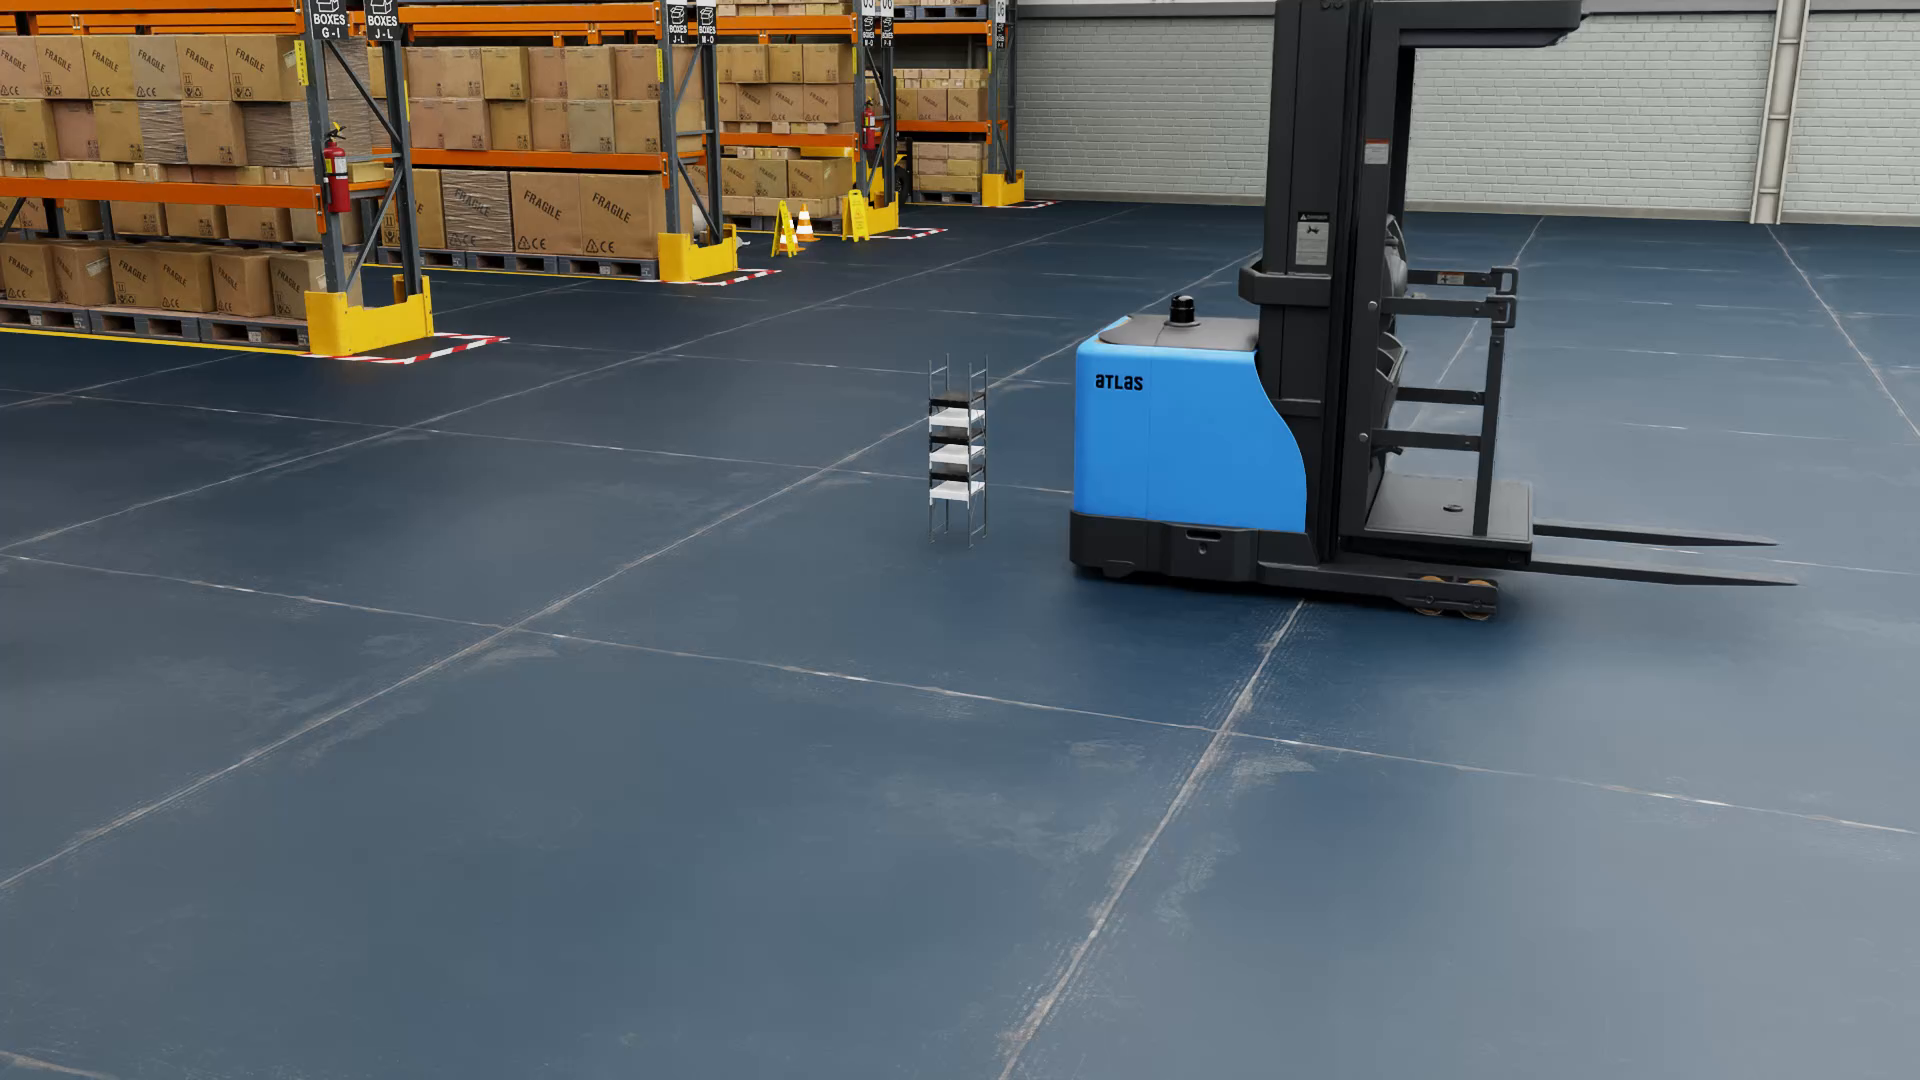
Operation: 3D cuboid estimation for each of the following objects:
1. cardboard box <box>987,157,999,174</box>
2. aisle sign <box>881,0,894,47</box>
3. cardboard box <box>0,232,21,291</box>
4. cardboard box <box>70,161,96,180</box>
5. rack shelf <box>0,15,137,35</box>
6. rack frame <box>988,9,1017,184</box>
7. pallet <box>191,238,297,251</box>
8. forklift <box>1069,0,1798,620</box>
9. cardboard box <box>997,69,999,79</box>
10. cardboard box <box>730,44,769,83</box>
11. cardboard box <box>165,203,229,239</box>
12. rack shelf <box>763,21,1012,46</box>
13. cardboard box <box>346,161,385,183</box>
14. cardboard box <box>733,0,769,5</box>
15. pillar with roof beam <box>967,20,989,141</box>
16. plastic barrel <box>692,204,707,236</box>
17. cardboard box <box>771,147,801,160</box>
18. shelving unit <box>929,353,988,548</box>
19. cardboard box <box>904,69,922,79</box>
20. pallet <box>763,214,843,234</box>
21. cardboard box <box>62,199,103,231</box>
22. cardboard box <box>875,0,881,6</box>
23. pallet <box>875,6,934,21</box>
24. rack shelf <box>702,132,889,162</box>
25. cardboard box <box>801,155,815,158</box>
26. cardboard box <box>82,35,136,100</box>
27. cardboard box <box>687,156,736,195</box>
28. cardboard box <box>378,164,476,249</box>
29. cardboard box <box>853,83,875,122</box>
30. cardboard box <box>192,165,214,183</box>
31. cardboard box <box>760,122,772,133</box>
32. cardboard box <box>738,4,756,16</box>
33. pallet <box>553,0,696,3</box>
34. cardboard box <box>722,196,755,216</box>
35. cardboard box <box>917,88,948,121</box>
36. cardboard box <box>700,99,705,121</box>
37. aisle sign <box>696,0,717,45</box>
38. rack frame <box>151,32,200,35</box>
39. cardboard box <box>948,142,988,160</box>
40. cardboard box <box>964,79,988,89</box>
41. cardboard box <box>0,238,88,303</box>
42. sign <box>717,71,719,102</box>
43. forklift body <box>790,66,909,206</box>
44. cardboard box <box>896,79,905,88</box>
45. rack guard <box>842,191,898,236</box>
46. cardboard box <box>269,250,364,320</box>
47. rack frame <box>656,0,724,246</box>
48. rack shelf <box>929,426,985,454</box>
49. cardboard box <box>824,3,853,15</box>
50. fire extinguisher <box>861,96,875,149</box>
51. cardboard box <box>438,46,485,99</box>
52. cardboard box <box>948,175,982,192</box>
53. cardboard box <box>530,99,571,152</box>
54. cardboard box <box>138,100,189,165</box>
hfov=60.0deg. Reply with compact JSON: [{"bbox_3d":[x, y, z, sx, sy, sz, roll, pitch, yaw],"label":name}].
[{"bbox_3d":[0.320,-6.133,27.202,0.500,0.250,0.500,7,17,22],"label":"cardboard box"},{"bbox_3d":[-0.965,-6.945,22.053,0.004,0.787,0.394,6,17,21],"label":"aisle sign"},{"bbox_3d":[-9.057,-2.541,15.239,0.500,0.500,0.700,5,17,16],"label":"cardboard box"},{"bbox_3d":[-7.232,-3.119,13.988,0.250,0.149,0.380,6,17,21],"label":"cardboard box"},{"bbox_3d":[-12.161,-6.446,20.908,4.000,0.370,1.077,6,17,21],"label":"rack shelf"},{"bbox_3d":[0.681,-6.910,26.596,0.127,3.000,1.000,6,17,21],"label":"rack frame"},{"bbox_3d":[-8.464,-3.582,20.134,1.213,0.211,1.003,6,17,21],"label":"pallet"},{"bbox_3d":[2.074,-1.236,7.173,3.031,2.935,1.130,5,17,17],"label":"forklift"},{"bbox_3d":[0.447,-7.502,26.759,0.250,0.149,0.380,6,17,20],"label":"cardboard box"},{"bbox_3d":[-2.672,-6.368,22.223,0.500,0.500,0.700,6,17,20],"label":"cardboard box"},{"bbox_3d":[-8.953,-4.094,20.176,0.750,0.750,1.050,7,17,21],"label":"cardboard box"},{"bbox_3d":[-1.179,-8.210,26.983,4.000,0.370,1.077,6,17,21],"label":"rack shelf"},{"bbox_3d":[-4.950,-3.023,13.655,0.250,0.149,0.380,6,17,21],"label":"cardboard box"},{"bbox_3d":[-2.663,-7.220,22.018,0.500,0.250,0.500,7,18,22],"label":"cardboard box"},{"bbox_3d":[-1.215,-8.980,22.964,0.400,9.000,9.100,6,17,21],"label":"pillar with roof beam"},{"bbox_3d":[-3.614,-4.204,21.895,0.512,0.421,0.421,-9,18,-27],"label":"plastic barrel"},{"bbox_3d":[-2.344,-5.210,22.409,0.250,0.149,0.380,7,18,22],"label":"cardboard box"},{"bbox_3d":[-0.008,-0.433,8.051,0.210,0.900,0.258,6,17,21],"label":"shelving unit"},{"bbox_3d":[-0.711,-7.474,26.662,0.250,0.149,0.380,7,18,22],"label":"cardboard box"},{"bbox_3d":[-1.950,-4.383,22.894,1.213,0.211,1.003,6,17,21],"label":"pallet"},{"bbox_3d":[-11.009,-4.147,20.810,0.500,0.500,0.500,6,17,20],"label":"cardboard box"},{"bbox_3d":[-1.266,-8.832,26.720,0.637,0.503,0.797,7,18,22],"label":"cardboard box"},{"bbox_3d":[-1.106,-8.512,26.891,1.213,0.211,1.003,6,17,21],"label":"pallet"},{"bbox_3d":[-2.997,-5.481,22.965,4.000,0.370,1.077,6,17,21],"label":"rack shelf"},{"bbox_3d":[-2.296,-5.073,23.100,0.500,0.500,0.500,6,17,19],"label":"cardboard box"},{"bbox_3d":[-6.769,-3.870,13.618,0.500,0.500,0.500,6,17,21],"label":"cardboard box"},{"bbox_3d":[-3.424,-5.037,22.978,0.500,0.500,0.500,7,18,24],"label":"cardboard box"},{"bbox_3d":[-6.021,-3.836,19.065,0.875,0.875,0.875,7,17,21],"label":"cardboard box"},{"bbox_3d":[-1.476,-5.934,22.519,0.500,0.500,0.500,6,17,20],"label":"cardboard box"},{"bbox_3d":[-6.042,-3.011,13.616,0.250,0.149,0.380,6,17,21],"label":"cardboard box"},{"bbox_3d":[-2.507,-5.595,22.515,0.250,0.149,0.380,7,17,21],"label":"cardboard box"},{"bbox_3d":[-2.752,-7.044,22.129,0.250,0.149,0.380,6,17,19],"label":"cardboard box"},{"bbox_3d":[-3.553,-5.799,17.549,1.213,0.211,1.003,6,17,21],"label":"pallet"},{"bbox_3d":[-2.955,-4.624,22.898,0.500,0.250,0.500,6,17,19],"label":"cardboard box"},{"bbox_3d":[-0.352,-6.996,26.712,0.500,0.500,0.500,7,18,22],"label":"cardboard box"},{"bbox_3d":[-3.613,-6.005,22.766,0.500,0.500,0.500,6,17,20],"label":"cardboard box"},{"bbox_3d":[-2.683,-5.647,17.583,0.004,0.787,0.394,6,17,21],"label":"aisle sign"},{"bbox_3d":[-12.300,-6.850,26.389,0.127,3.000,1.000,6,17,21],"label":"rack frame"},{"bbox_3d":[0.138,-6.238,26.665,0.500,0.250,0.500,7,18,22],"label":"cardboard box"},{"bbox_3d":[0.256,-7.232,26.363,0.250,0.149,0.380,7,17,21],"label":"cardboard box"},{"bbox_3d":[-8.136,-2.411,14.830,0.500,0.500,0.500,6,17,19],"label":"cardboard box"},{"bbox_3d":[-2.650,-4.925,18.064,0.005,0.325,0.100,6,17,21],"label":"sign"},{"bbox_3d":[-1.752,-6.223,25.753,1.214,2.155,2.313,6,17,21],"label":"forklift body"},{"bbox_3d":[-0.947,-7.357,26.794,0.250,0.149,0.380,6,17,21],"label":"cardboard box"},{"bbox_3d":[-1.207,-4.430,22.535,0.348,0.500,1.175,6,17,21],"label":"rack guard"},{"bbox_3d":[-5.348,-2.122,13.832,0.500,0.500,0.500,10,19,31],"label":"cardboard box"},{"bbox_3d":[-2.859,-4.328,17.702,0.127,3.000,1.000,6,17,21],"label":"rack frame"},{"bbox_3d":[-0.008,-0.487,8.035,0.200,0.077,0.258,6,17,21],"label":"rack shelf"},{"bbox_3d":[-1.571,-6.906,21.653,0.250,0.149,0.380,6,17,21],"label":"cardboard box"},{"bbox_3d":[-1.199,-5.454,21.719,0.183,0.674,0.296,6,17,21],"label":"fire extinguisher"},{"bbox_3d":[-5.243,-5.164,18.377,0.550,0.550,0.875,6,17,21],"label":"cardboard box"},{"bbox_3d":[0.128,-5.757,26.804,0.500,0.250,0.500,6,17,21],"label":"cardboard box"},{"bbox_3d":[-4.215,-4.567,18.256,0.550,0.550,0.875,6,17,21],"label":"cardboard box"},{"bbox_3d":[-6.233,-3.389,13.754,0.500,0.500,0.875,6,17,21],"label":"cardboard box"}]
